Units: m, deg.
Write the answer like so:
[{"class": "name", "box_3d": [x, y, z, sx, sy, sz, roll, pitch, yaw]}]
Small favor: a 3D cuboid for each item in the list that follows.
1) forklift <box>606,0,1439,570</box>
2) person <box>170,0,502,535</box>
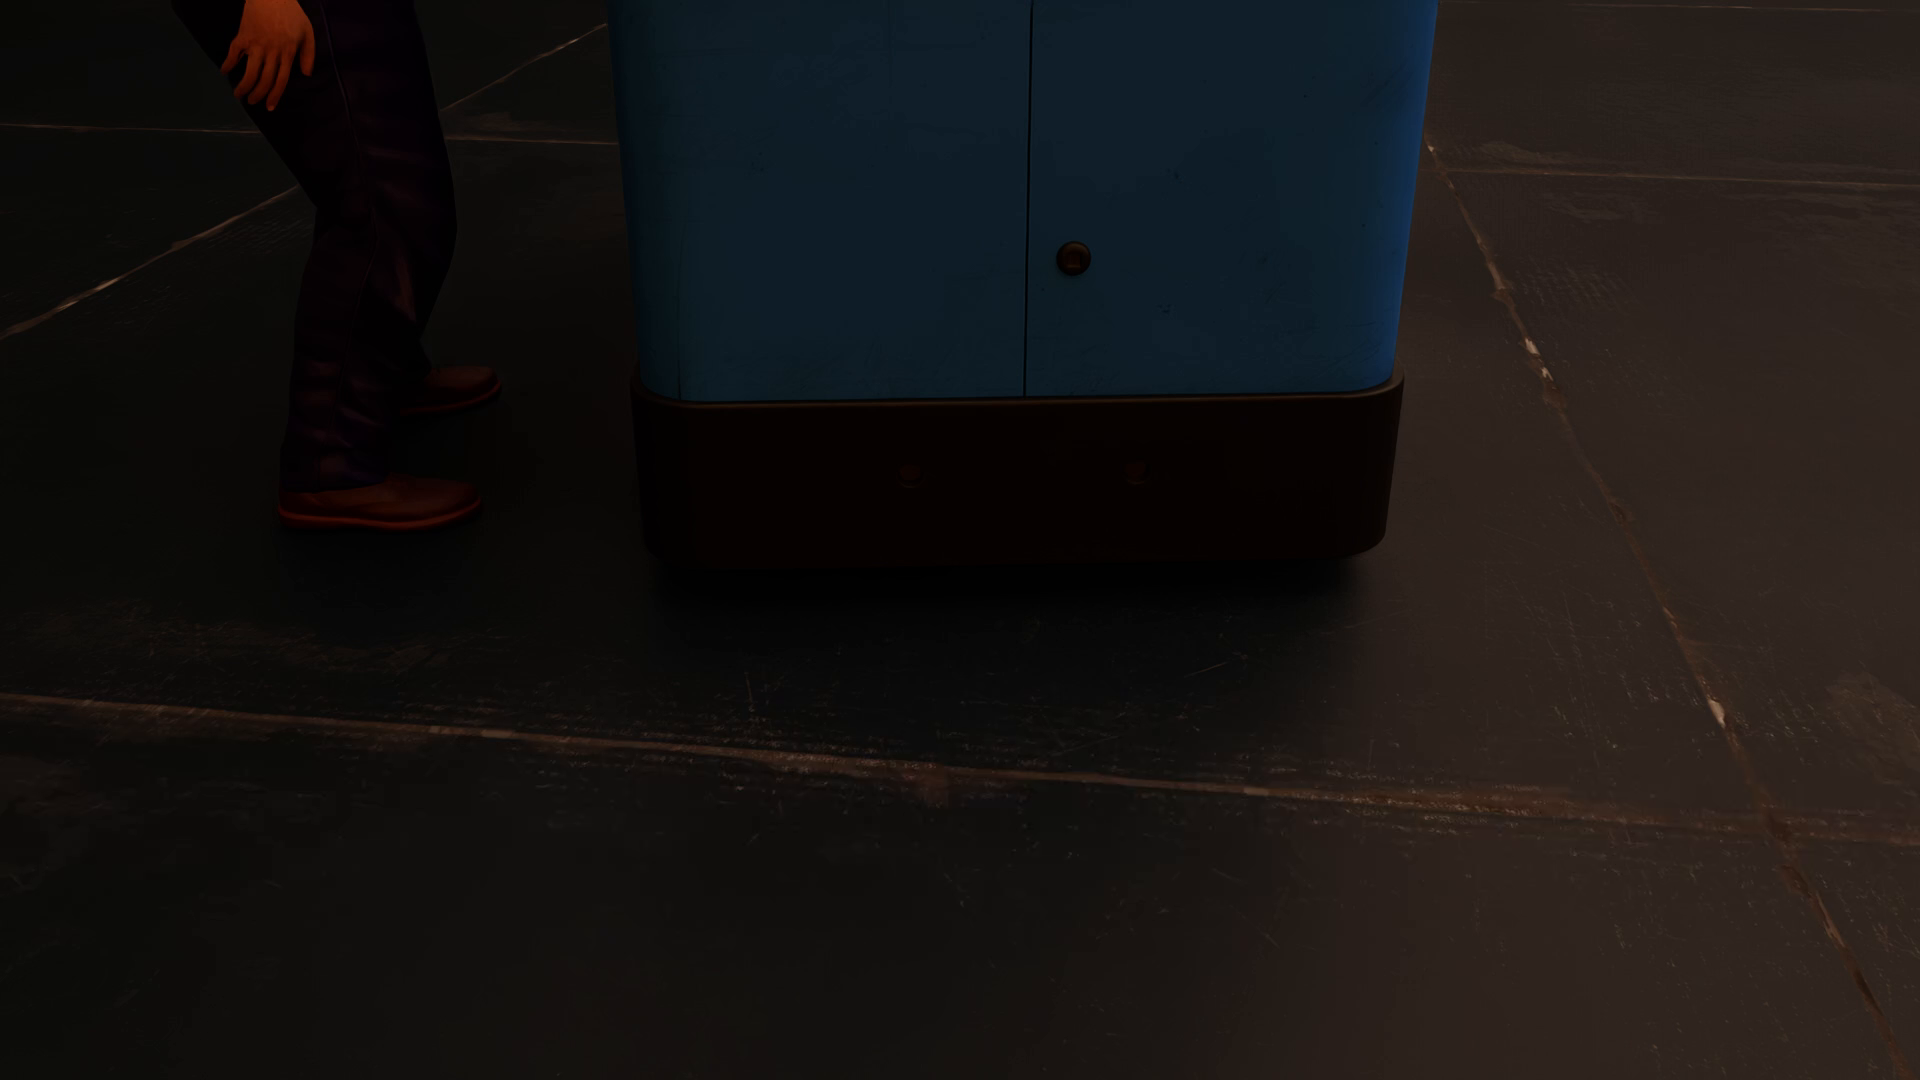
[{"class": "forklift", "box_3d": [0.023, -1.888, 3.002, 1.130, 2.935, 3.031, -1, 27, -2]}, {"class": "person", "box_3d": [-0.910, -0.826, 2.344, 0.374, 1.627, 0.766, -8, 28, -16]}]
